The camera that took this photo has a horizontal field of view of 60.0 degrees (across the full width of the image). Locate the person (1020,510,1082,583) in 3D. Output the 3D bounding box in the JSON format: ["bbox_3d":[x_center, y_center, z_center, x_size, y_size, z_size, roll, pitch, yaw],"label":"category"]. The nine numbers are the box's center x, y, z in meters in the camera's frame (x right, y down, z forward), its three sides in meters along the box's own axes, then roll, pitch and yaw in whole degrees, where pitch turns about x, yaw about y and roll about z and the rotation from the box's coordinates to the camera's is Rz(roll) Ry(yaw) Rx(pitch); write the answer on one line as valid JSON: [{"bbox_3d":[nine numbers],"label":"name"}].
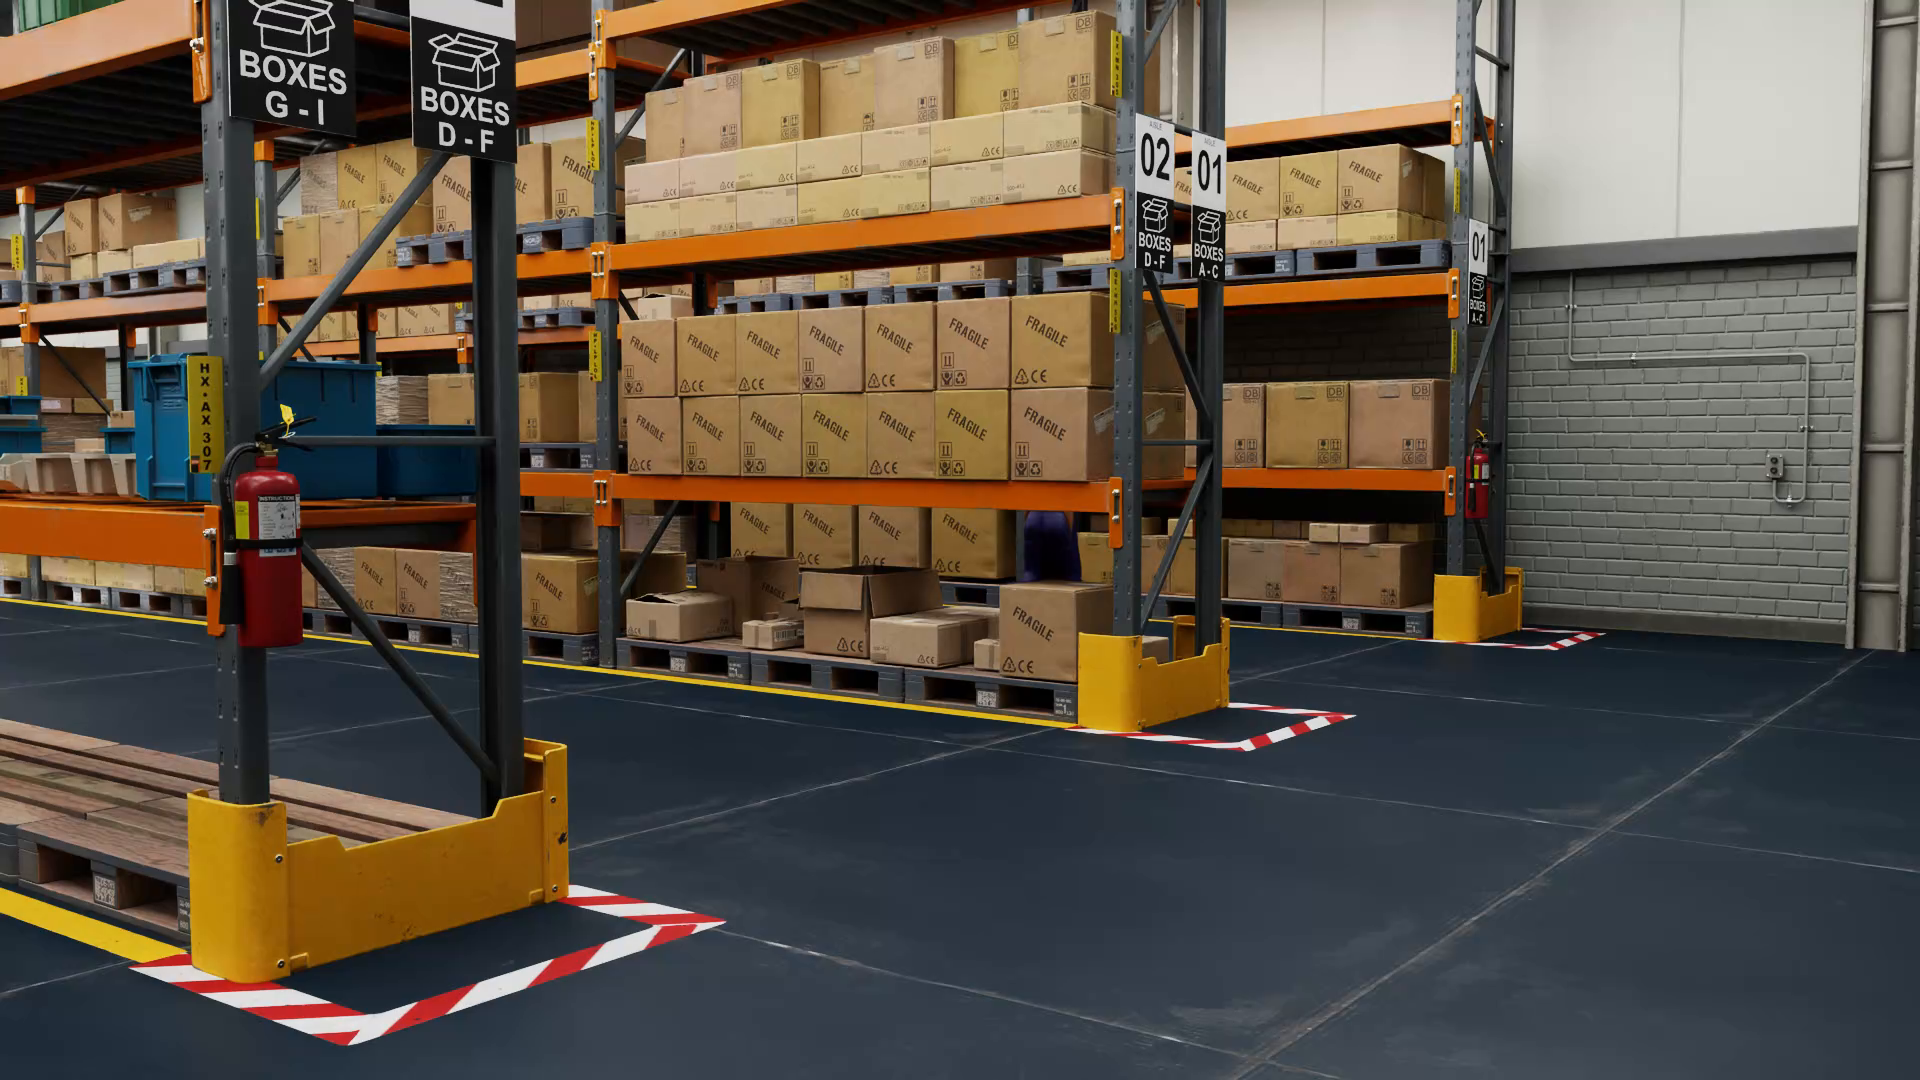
[{"bbox_3d":[0.719,-0.066,13.197,0.476,1.667,0.578,2,4,37],"label":"person"}]
